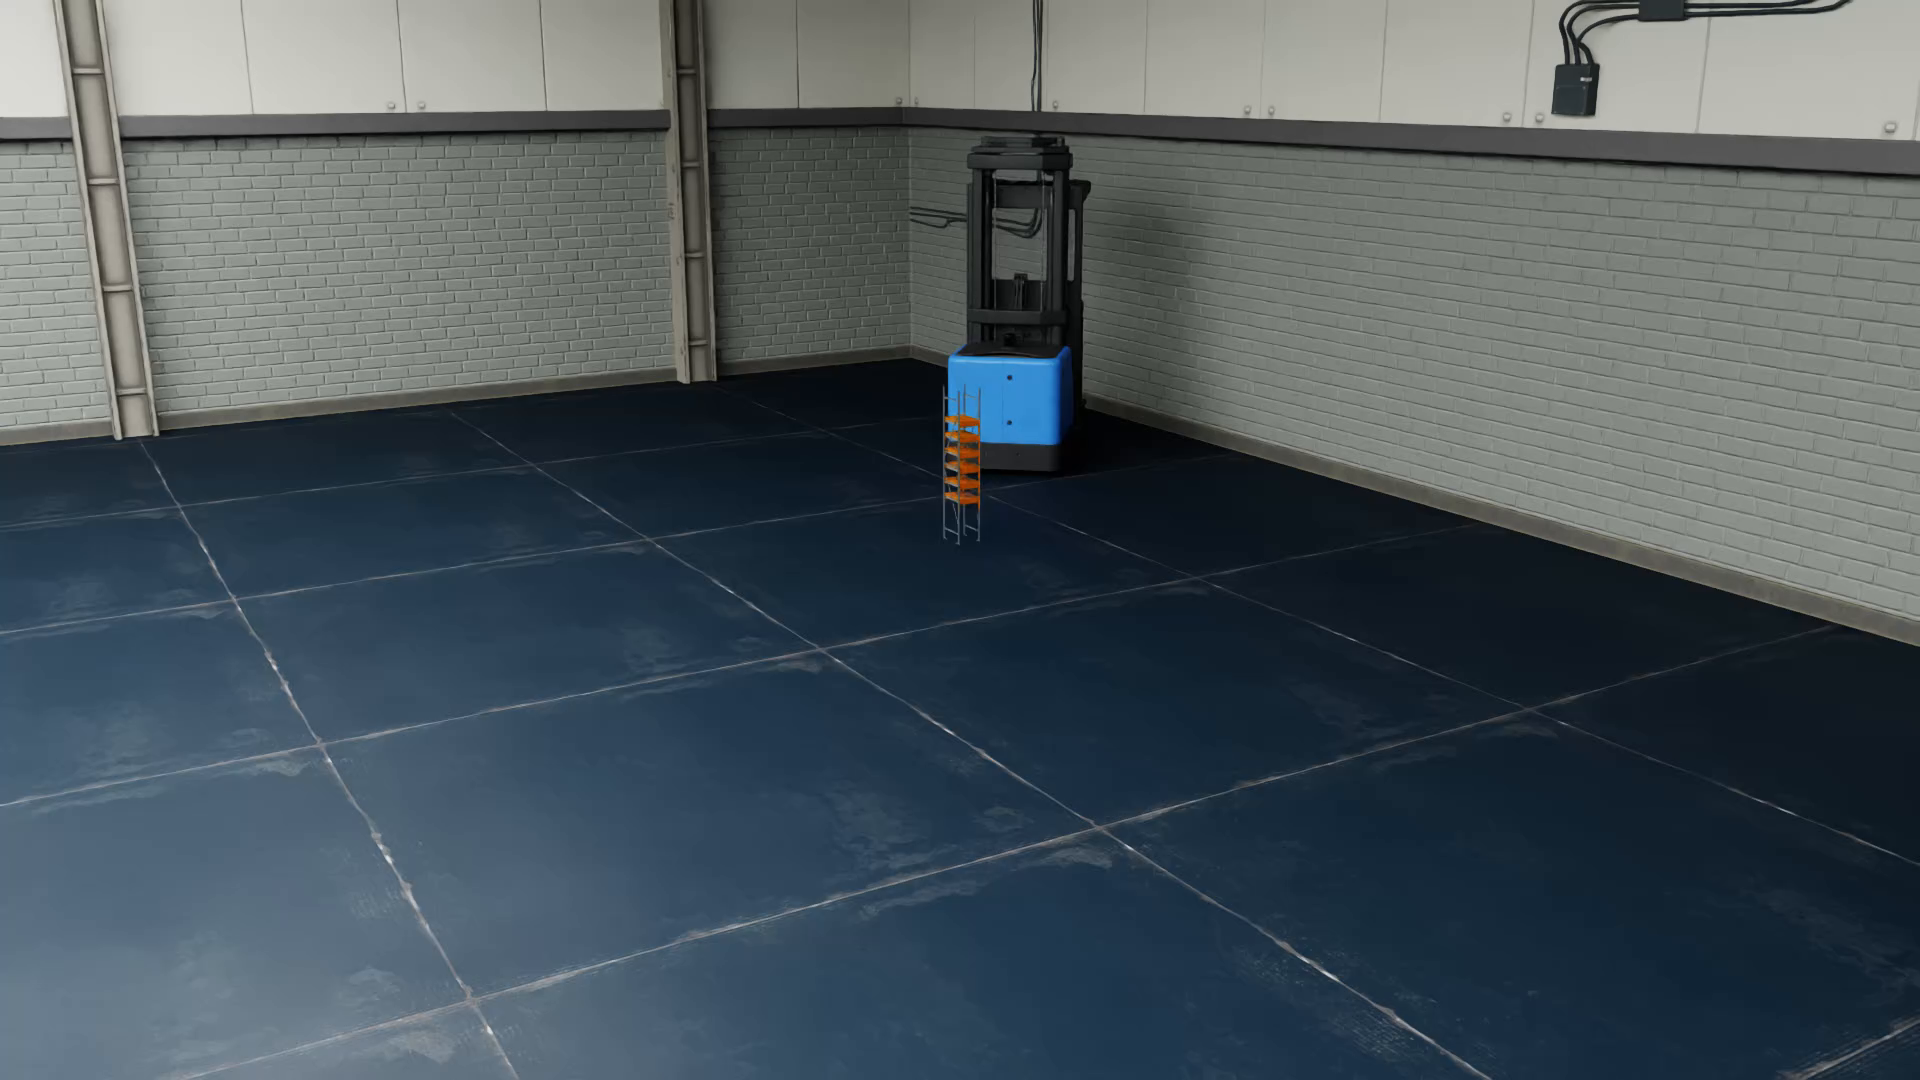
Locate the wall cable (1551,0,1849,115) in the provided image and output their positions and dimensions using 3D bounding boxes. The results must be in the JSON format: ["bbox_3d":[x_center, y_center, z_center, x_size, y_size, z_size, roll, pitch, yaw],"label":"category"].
[{"bbox_3d":[4.973,-5.761,10.489,0.169,6.003,2.305,-9,18,-30],"label":"wall cable"}]

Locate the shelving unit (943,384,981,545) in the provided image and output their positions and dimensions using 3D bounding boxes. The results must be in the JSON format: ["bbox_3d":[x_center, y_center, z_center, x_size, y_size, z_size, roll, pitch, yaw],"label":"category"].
[{"bbox_3d":[0.012,-0.580,12.755,0.189,1.200,0.258,-9,18,-30],"label":"shelving unit"}]

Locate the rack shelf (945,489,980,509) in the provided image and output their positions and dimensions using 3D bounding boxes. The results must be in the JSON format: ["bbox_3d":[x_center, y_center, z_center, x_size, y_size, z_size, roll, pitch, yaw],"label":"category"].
[{"bbox_3d":[0.012,-0.306,12.832,0.180,0.103,0.258,-9,18,-30],"label":"rack shelf"}]

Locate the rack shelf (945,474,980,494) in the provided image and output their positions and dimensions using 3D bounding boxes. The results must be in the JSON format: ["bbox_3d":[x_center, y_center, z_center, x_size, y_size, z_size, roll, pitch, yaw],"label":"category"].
[{"bbox_3d":[0.012,-0.421,12.799,0.180,0.103,0.258,-9,18,-30],"label":"rack shelf"}]

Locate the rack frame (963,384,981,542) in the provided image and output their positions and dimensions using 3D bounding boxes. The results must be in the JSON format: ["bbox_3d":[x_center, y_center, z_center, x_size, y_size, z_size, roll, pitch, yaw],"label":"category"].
[{"bbox_3d":[0.091,-0.592,12.800,0.006,1.200,0.240,-9,18,-30],"label":"rack frame"}]

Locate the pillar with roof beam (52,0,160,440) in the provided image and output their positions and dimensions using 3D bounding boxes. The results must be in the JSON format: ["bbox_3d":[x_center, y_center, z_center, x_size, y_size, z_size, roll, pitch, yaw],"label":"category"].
[{"bbox_3d":[-6.034,-4.389,11.893,0.400,9.000,9.100,-9,18,-30],"label":"pillar with roof beam"}]

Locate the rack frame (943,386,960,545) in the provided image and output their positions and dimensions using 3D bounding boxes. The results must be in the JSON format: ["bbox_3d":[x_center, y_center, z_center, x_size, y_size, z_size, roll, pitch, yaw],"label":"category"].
[{"bbox_3d":[-0.066,-0.567,12.710,0.006,1.200,0.240,-9,18,-30],"label":"rack frame"}]

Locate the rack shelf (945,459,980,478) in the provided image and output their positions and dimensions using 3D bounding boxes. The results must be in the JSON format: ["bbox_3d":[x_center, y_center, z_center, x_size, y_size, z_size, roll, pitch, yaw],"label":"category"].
[{"bbox_3d":[0.012,-0.537,12.767,0.180,0.103,0.258,-9,18,-30],"label":"rack shelf"}]

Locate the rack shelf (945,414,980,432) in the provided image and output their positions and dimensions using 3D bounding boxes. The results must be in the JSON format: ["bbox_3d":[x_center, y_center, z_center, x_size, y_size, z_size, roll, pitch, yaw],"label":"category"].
[{"bbox_3d":[0.012,-0.884,12.670,0.180,0.103,0.258,-9,18,-30],"label":"rack shelf"}]

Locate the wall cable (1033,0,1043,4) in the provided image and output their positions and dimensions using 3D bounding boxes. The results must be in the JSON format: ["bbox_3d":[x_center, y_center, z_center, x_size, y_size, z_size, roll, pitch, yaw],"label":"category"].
[{"bbox_3d":[1.491,-6.633,16.296,0.112,2.526,3.097,-9,18,-30],"label":"wall cable"}]

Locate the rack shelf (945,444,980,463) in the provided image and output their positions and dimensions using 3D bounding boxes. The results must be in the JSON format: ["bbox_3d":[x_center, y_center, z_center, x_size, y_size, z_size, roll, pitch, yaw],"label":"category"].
[{"bbox_3d":[0.012,-0.653,12.735,0.180,0.103,0.258,-9,18,-30],"label":"rack shelf"}]

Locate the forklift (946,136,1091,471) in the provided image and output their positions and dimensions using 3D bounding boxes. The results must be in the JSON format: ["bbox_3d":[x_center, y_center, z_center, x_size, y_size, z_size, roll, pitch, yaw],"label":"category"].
[{"bbox_3d":[0.649,-2.375,15.954,1.130,2.935,3.031,3,16,10],"label":"forklift"}]

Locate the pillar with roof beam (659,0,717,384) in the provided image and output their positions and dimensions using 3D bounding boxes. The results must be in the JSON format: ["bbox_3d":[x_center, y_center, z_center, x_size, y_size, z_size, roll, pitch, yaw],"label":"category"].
[{"bbox_3d":[-0.891,-5.223,14.869,0.400,9.000,9.100,-9,18,-30],"label":"pillar with roof beam"}]

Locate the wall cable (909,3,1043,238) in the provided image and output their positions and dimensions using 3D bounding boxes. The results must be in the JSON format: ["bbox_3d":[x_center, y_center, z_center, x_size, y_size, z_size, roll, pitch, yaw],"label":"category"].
[{"bbox_3d":[0.098,-4.827,19.211,0.112,2.526,3.097,-9,18,-30],"label":"wall cable"}]

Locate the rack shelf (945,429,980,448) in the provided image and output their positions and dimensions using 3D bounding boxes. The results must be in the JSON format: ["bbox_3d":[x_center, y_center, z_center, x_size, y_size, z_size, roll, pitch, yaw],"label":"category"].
[{"bbox_3d":[0.012,-0.768,12.702,0.180,0.103,0.258,-9,18,-30],"label":"rack shelf"}]
